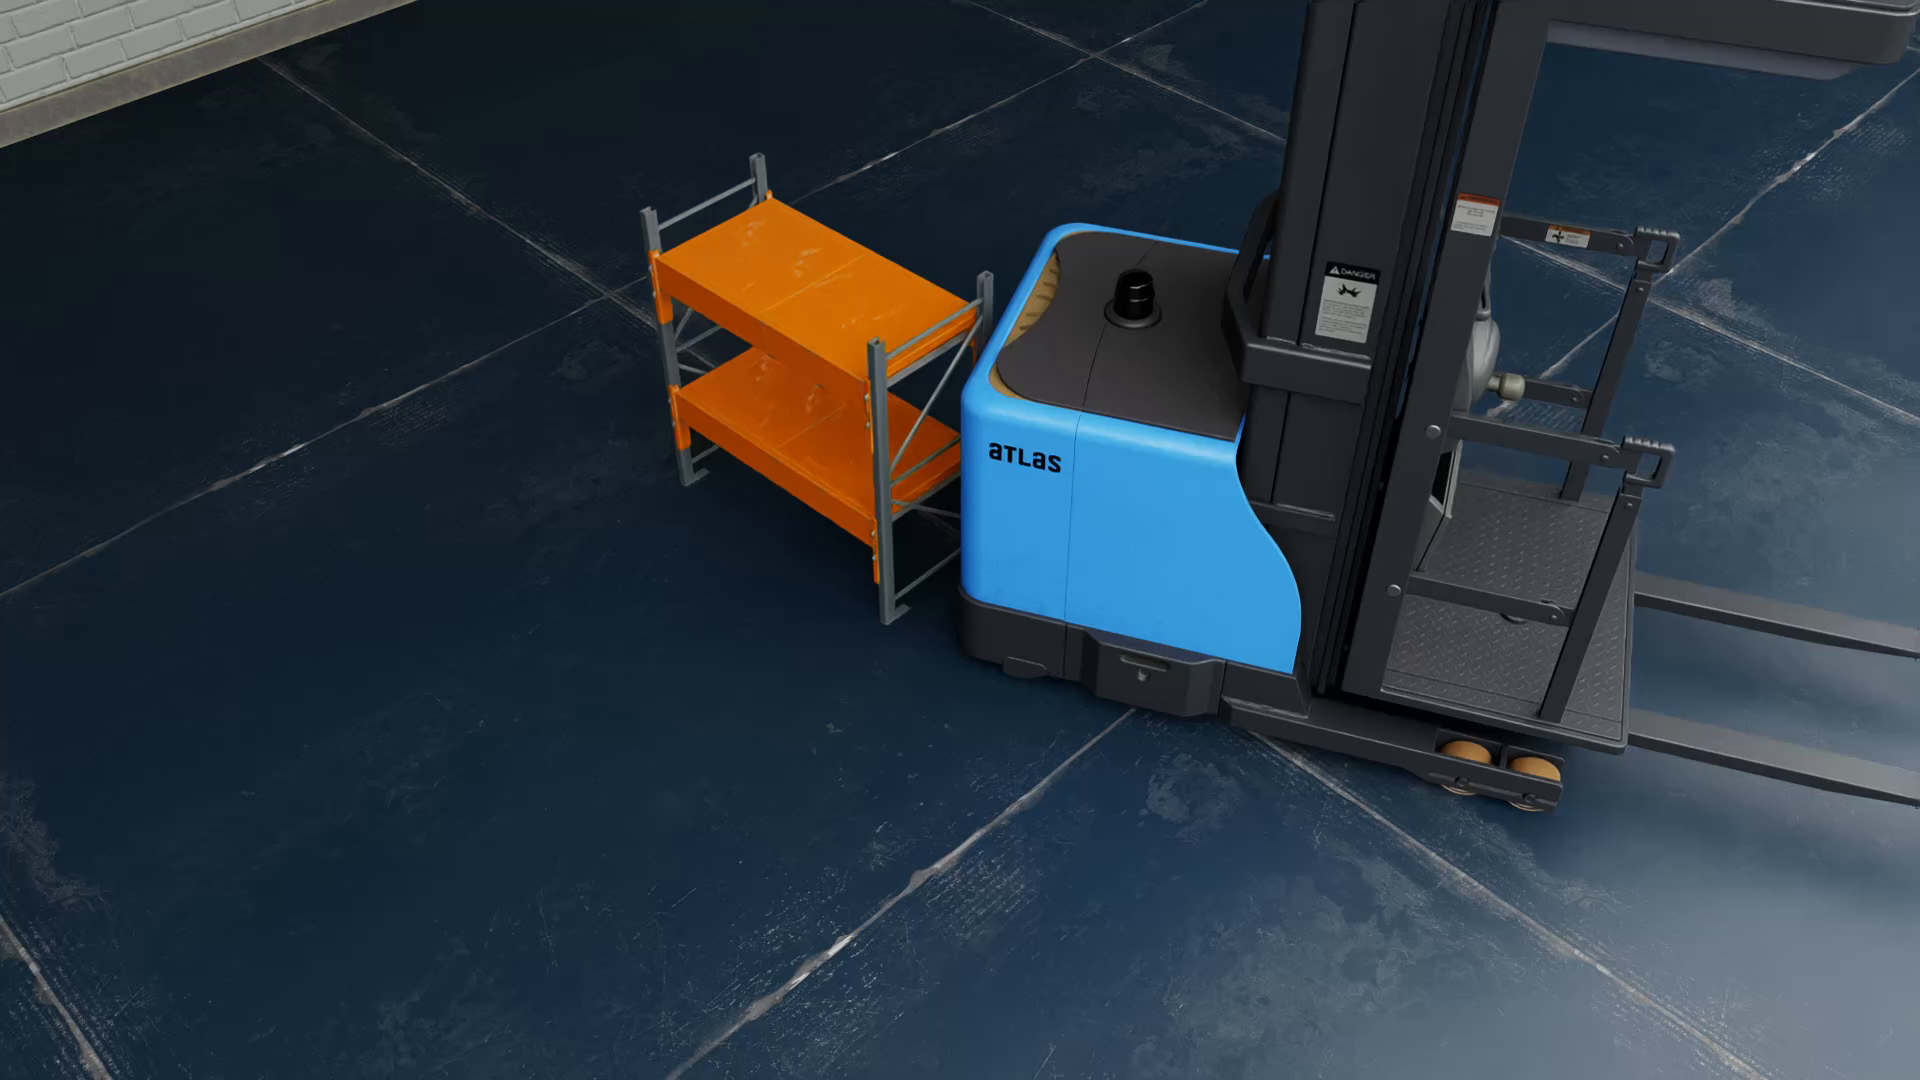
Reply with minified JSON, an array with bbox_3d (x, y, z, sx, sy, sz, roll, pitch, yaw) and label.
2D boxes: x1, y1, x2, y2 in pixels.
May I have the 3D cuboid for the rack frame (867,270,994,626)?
[{"bbox_3d":[-0.081,-0.262,5.204,0.032,1.125,0.500,32,52,30],"label":"rack frame"}]

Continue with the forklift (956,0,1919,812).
[{"bbox_3d":[1.562,-0.687,4.334,3.031,2.935,1.130,13,44,13],"label":"forklift"}]

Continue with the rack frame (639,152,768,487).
[{"bbox_3d":[-0.823,-0.733,5.715,0.032,1.125,0.500,32,52,30],"label":"rack frame"}]

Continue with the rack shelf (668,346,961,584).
[{"bbox_3d":[-0.452,-0.318,5.626,1.000,0.278,0.538,32,52,30],"label":"rack shelf"}]

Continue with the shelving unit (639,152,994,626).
[{"bbox_3d":[-0.452,-0.498,5.460,1.048,1.125,0.538,32,52,30],"label":"shelving unit"}]

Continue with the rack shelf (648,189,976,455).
[{"bbox_3d":[-0.452,-0.712,5.261,1.000,0.278,0.538,32,52,30],"label":"rack shelf"}]
